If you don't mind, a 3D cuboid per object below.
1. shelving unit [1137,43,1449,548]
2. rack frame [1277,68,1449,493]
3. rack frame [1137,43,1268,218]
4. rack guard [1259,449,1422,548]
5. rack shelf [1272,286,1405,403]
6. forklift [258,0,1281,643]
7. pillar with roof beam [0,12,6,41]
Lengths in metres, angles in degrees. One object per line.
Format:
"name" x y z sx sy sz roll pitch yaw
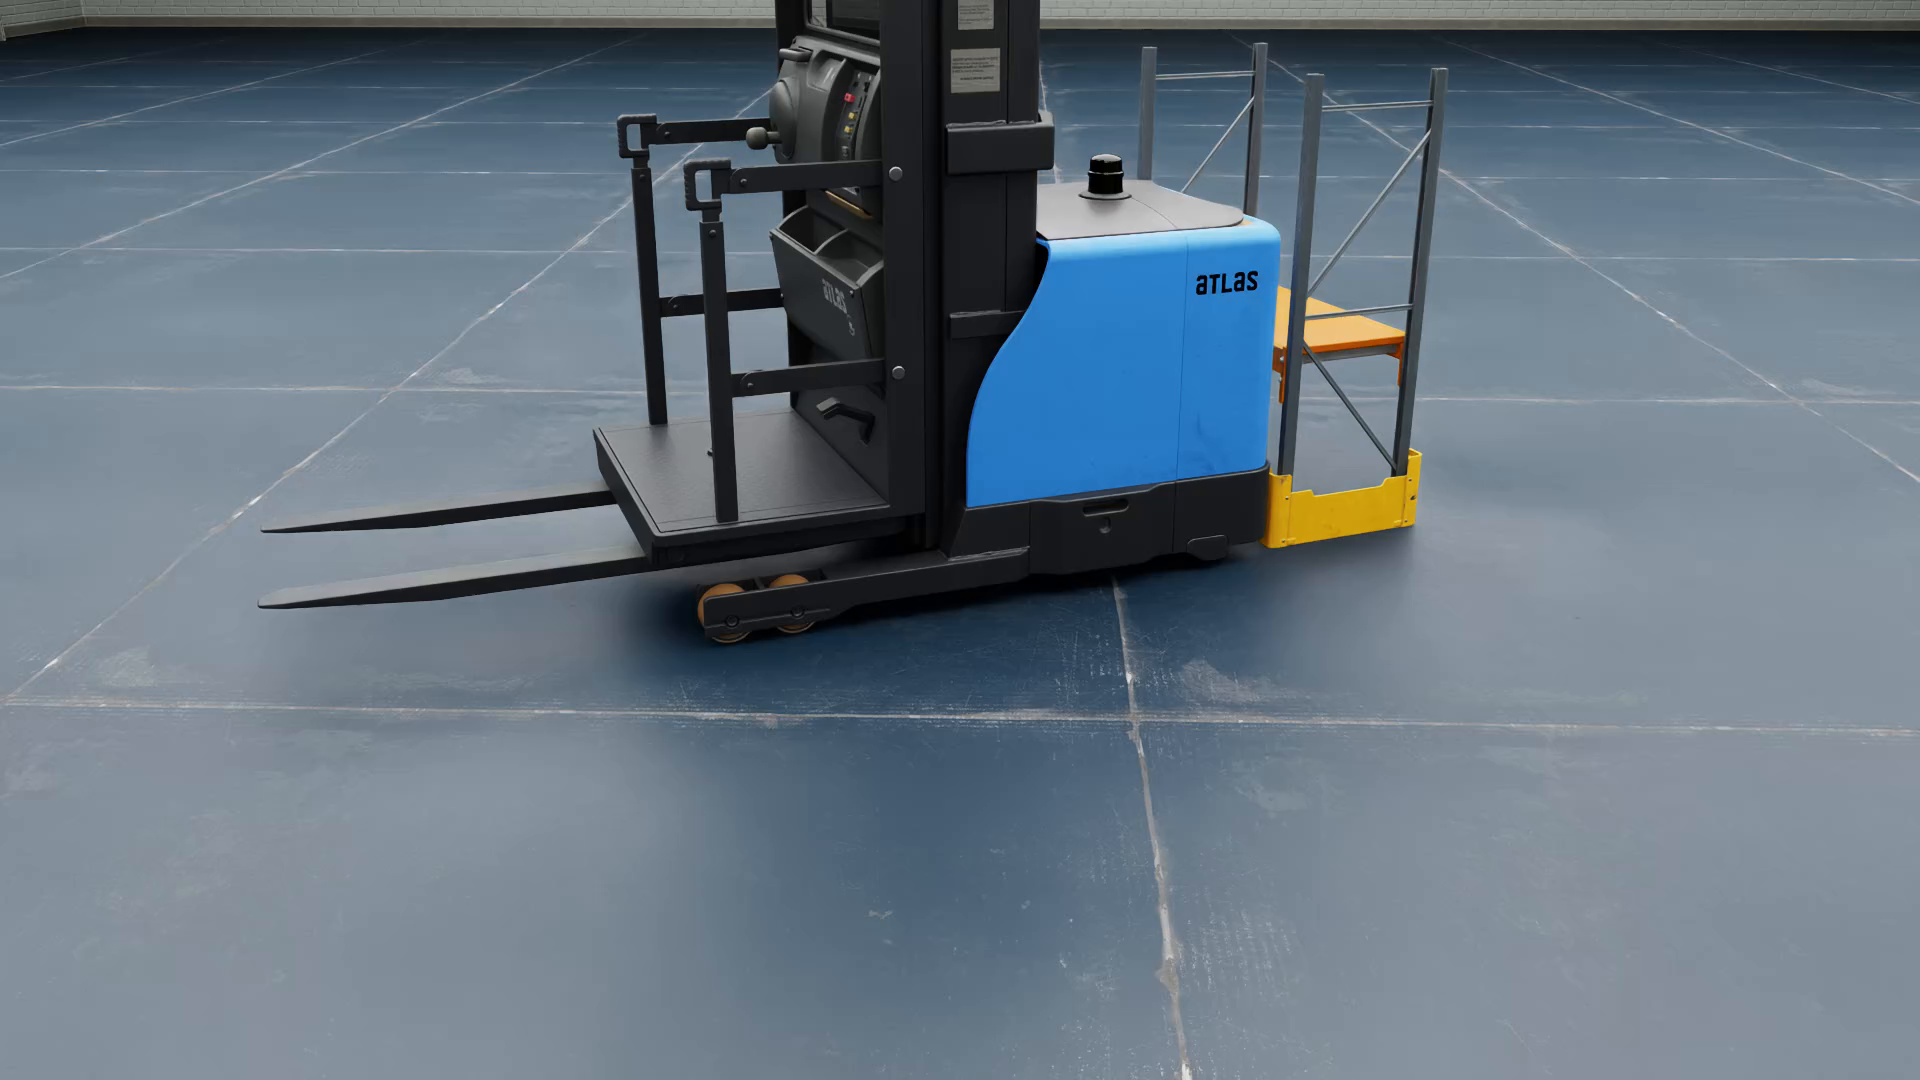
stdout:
"shelving unit" 1.077 -0.891 5.750 0.587 1.500 1.083 -9 23 -21
"rack frame" 1.271 -0.724 5.322 0.500 1.500 0.032 -9 23 -21
"rack frame" 0.875 -1.063 6.194 0.500 1.500 0.032 -9 23 -21
"rack guard" 1.270 -0.142 5.549 0.587 0.250 0.087 -9 23 -21
"rack shelf" 1.073 -0.726 5.823 0.538 0.185 1.000 -9 23 -21
"forklift" -0.582 -1.287 4.793 3.031 2.935 1.130 -8 23 -19
"pillar with roof beam" -9.910 -11.442 22.577 9.100 9.000 0.400 1 21 2
